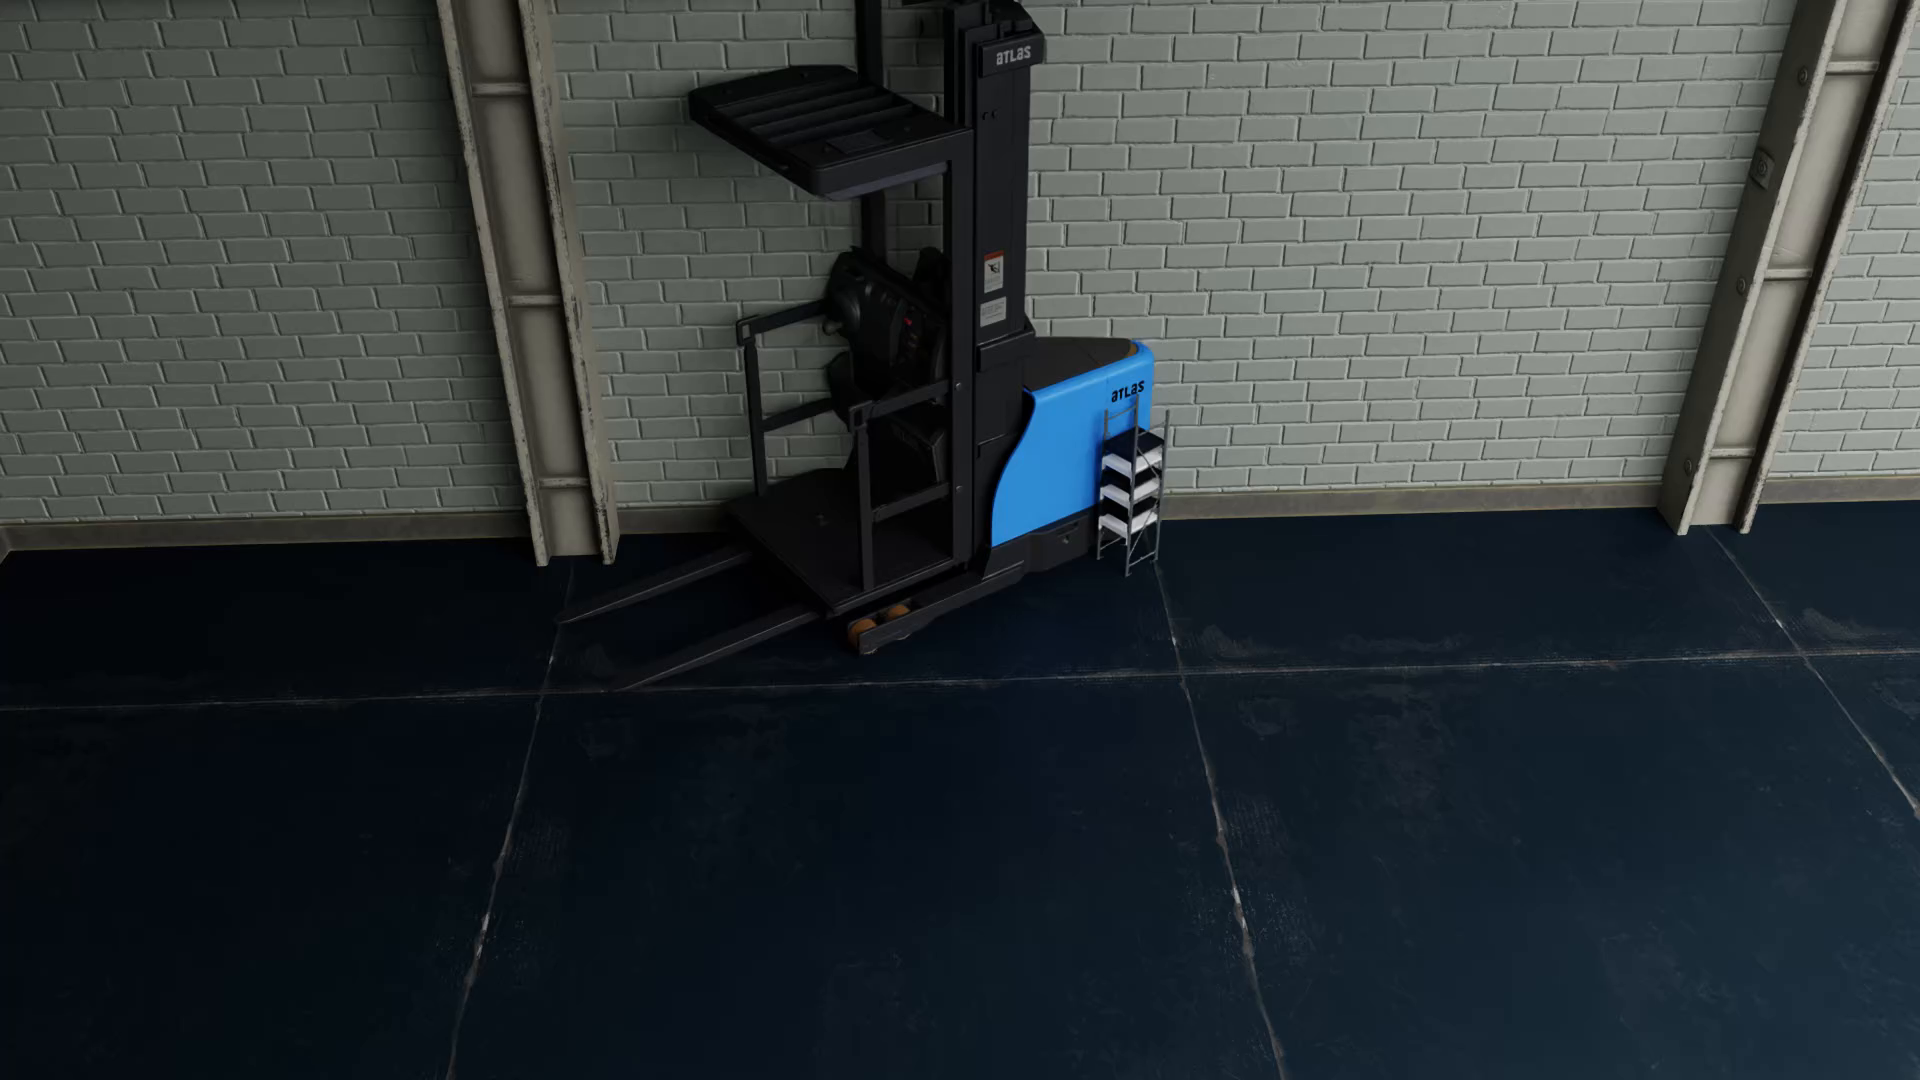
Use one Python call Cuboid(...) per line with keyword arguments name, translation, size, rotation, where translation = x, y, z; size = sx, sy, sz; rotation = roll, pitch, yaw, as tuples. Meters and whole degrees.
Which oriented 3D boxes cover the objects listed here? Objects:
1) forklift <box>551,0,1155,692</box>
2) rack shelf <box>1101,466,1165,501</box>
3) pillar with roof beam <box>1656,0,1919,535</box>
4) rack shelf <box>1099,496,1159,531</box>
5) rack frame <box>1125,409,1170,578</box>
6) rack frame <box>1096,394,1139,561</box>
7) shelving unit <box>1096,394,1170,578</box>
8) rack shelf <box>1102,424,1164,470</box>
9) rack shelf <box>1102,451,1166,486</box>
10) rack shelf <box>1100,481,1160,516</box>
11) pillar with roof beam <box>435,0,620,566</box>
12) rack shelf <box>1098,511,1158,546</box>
Cuboid(name="forklift", translation=(-0.510, -1.000, 7.655), size=(3.031, 2.935, 1.130), rotation=(-22, 40, -28))
Cuboid(name="rack shelf", translation=(0.866, -0.312, 8.347), size=(0.258, 0.077, 0.200), rotation=(-27, 43, -33))
Cuboid(name="pillar with roof beam", translation=(4.197, -1.373, 2.862), size=(0.400, 9.000, 9.100), rotation=(-2, 35, -2))
Cuboid(name="rack shelf", translation=(0.866, -0.164, 8.450), size=(0.258, 0.077, 0.200), rotation=(-27, 43, -33))
Cuboid(name="rack frame", translation=(0.934, -0.222, 8.317), size=(0.240, 0.900, 0.006), rotation=(-27, 43, -33))
Cuboid(name="rack frame", translation=(0.799, -0.309, 8.442), size=(0.240, 0.900, 0.006), rotation=(-27, 43, -33))
Cuboid(name="shelving unit", translation=(0.866, -0.266, 8.379), size=(0.258, 0.900, 0.210), rotation=(-27, 43, -33))
Cuboid(name="rack shelf", translation=(0.866, -0.460, 8.245), size=(0.258, 0.077, 0.200), rotation=(-27, 43, -33))
Cuboid(name="rack shelf", translation=(0.866, -0.386, 8.296), size=(0.258, 0.077, 0.200), rotation=(-27, 43, -33))
Cuboid(name="rack shelf", translation=(0.866, -0.238, 8.398), size=(0.258, 0.077, 0.200), rotation=(-27, 43, -33))
Cuboid(name="pillar with roof beam", translation=(-1.796, -1.211, 2.629), size=(0.400, 9.000, 9.100), rotation=(-2, 35, -2))
Cuboid(name="rack shelf", translation=(0.866, -0.090, 8.501), size=(0.258, 0.077, 0.200), rotation=(-27, 43, -33))
